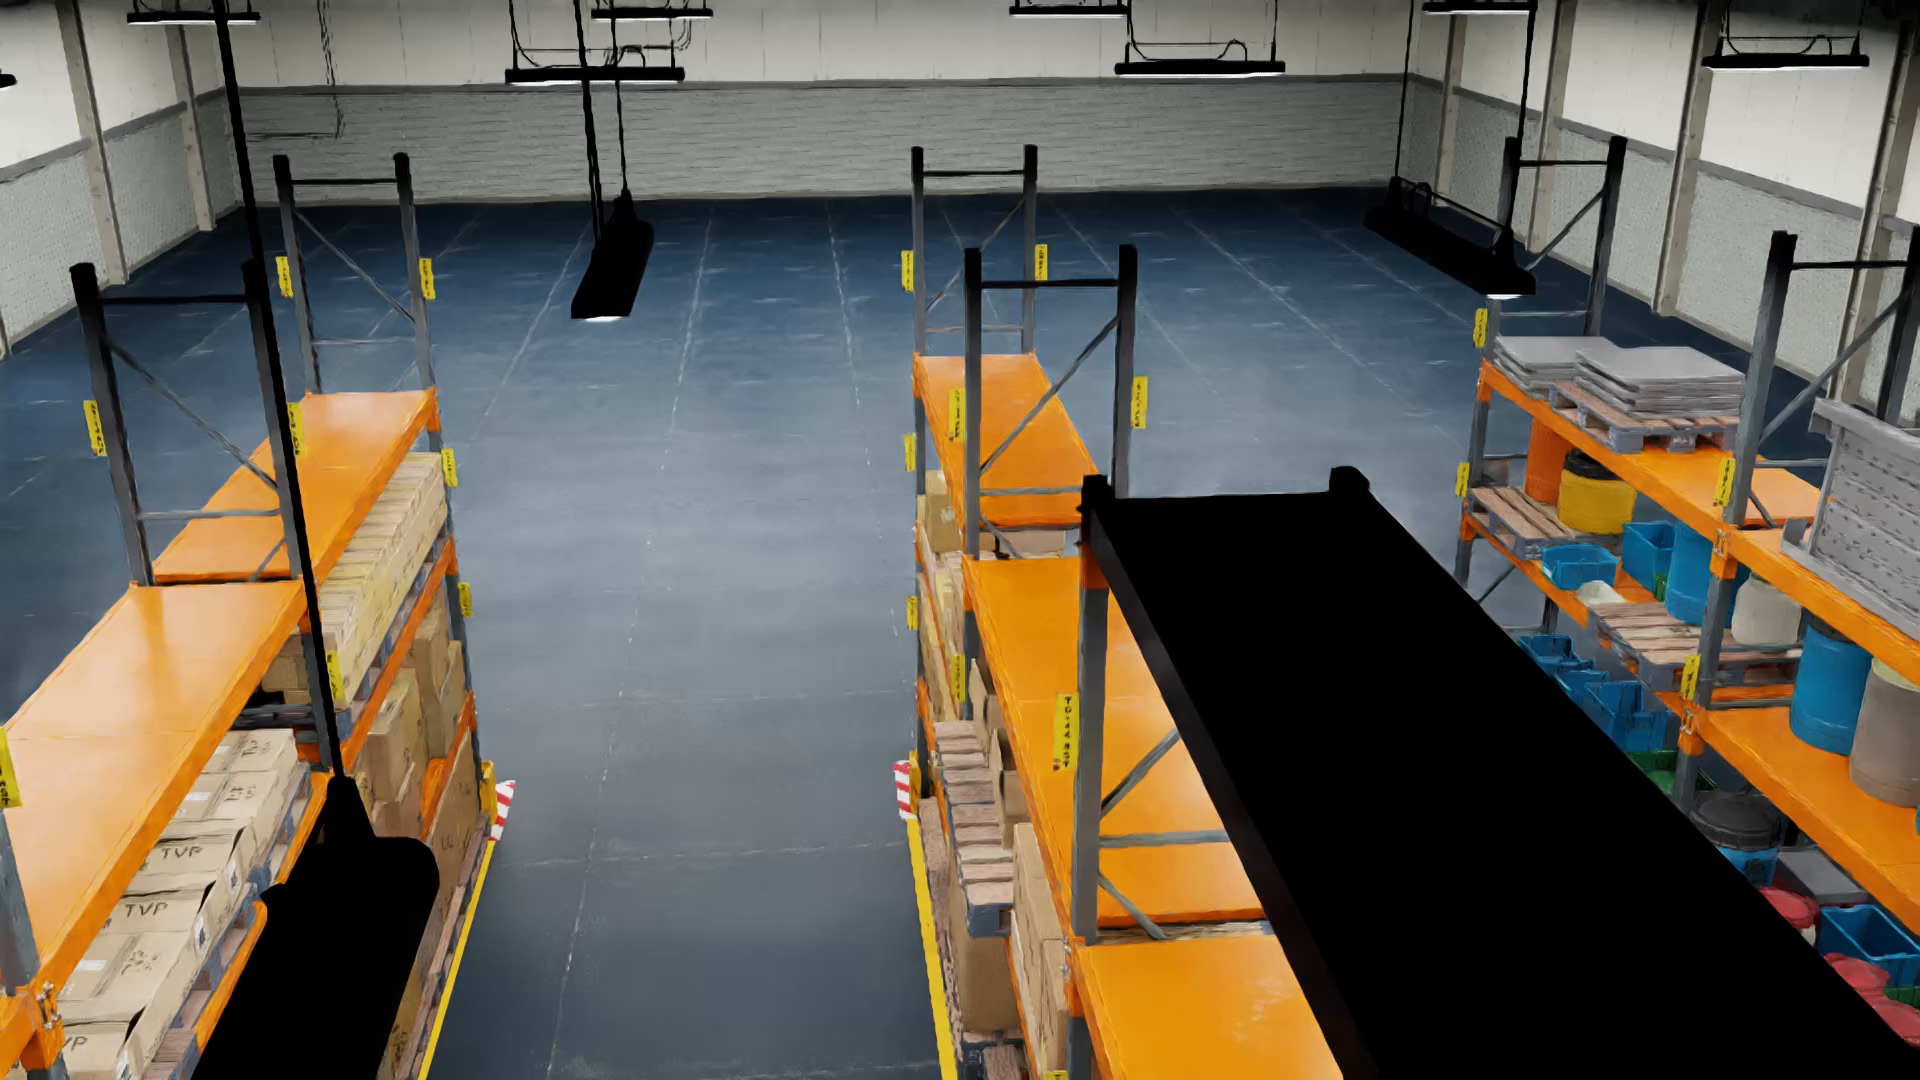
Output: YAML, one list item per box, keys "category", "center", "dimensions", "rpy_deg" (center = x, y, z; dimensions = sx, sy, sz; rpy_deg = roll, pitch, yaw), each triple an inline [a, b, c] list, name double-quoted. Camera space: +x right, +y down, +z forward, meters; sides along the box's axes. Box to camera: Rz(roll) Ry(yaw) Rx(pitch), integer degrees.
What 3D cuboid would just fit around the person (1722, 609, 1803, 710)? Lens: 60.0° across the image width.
- category: "person"
  center: [7.951, 1.207, 16.240]
  dimensions: [0.724, 1.710, 0.884]
  rpy_deg: [-9, 23, -21]
